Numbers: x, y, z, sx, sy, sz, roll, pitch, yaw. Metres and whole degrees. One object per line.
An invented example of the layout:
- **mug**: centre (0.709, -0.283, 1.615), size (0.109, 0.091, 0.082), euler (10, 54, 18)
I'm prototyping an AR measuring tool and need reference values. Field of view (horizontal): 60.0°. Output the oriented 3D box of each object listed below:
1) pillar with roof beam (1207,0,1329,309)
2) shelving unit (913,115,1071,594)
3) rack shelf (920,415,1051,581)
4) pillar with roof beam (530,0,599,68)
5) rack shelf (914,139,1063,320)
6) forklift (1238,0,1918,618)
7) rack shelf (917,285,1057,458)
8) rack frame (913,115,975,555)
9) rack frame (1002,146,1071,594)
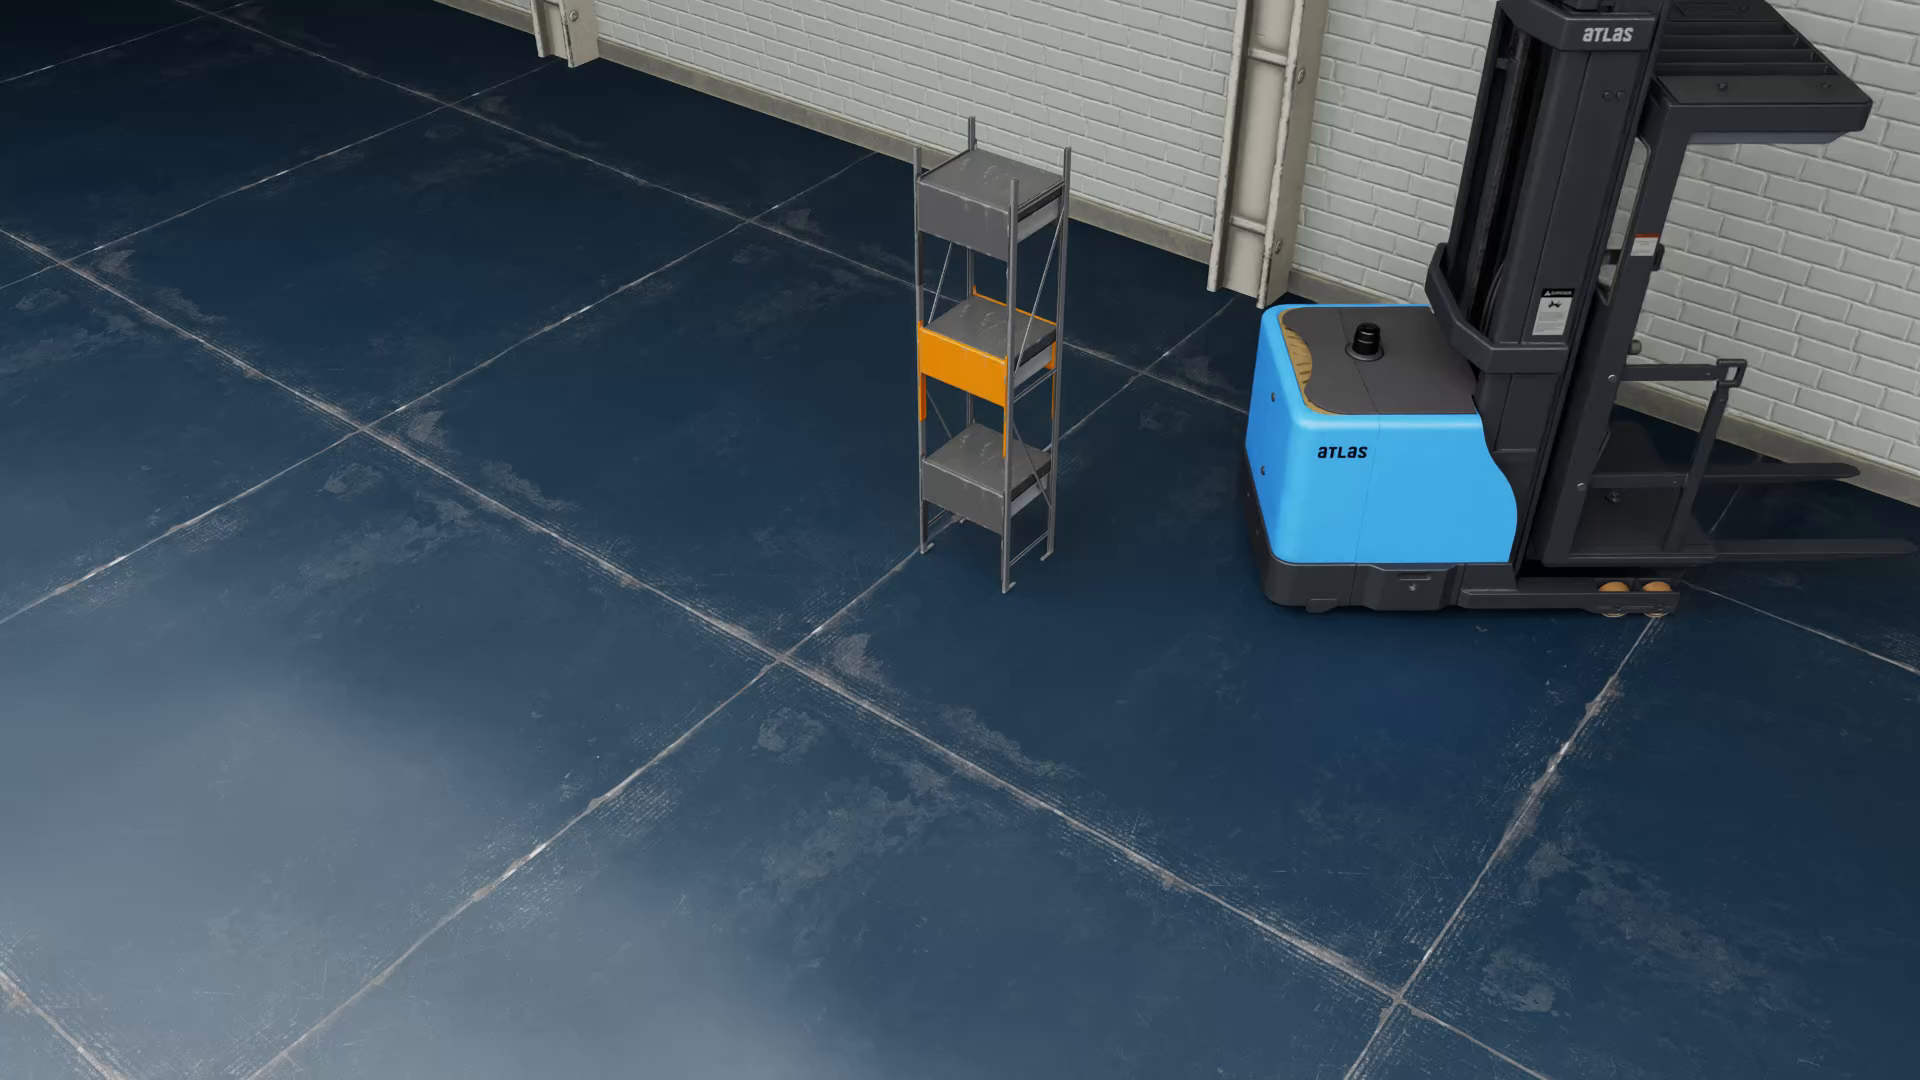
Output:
- **pillar with roof beam**: centre (-0.877, -2.951, 4.580), size (0.400, 9.000, 9.100), euler (25, 45, 29)
- **shelving unit**: centre (0.131, -0.765, 7.384), size (0.503, 2.100, 0.431), euler (25, 45, 29)
- **rack shelf**: centre (0.131, -0.203, 7.824), size (0.480, 0.518, 0.431), euler (25, 45, 29)
- **pillar with roof beam**: centre (-5.643, -5.198, 7.450), size (0.400, 9.000, 9.100), euler (25, 45, 29)
- **rack shelf**: centre (0.131, -1.305, 6.961), size (0.480, 0.518, 0.431), euler (25, 45, 29)
- **forklift**: centre (2.914, -1.126, 7.172), size (3.031, 2.935, 1.130), euler (0, 38, 0)
- **rack shelf**: centre (0.131, -0.754, 7.393), size (0.480, 0.518, 0.431), euler (25, 45, 29)
- **rack frame**: centre (-0.062, -0.856, 7.501), size (0.015, 2.100, 0.400), euler (25, 45, 29)
- **rack frame**: centre (0.325, -0.673, 7.268), size (0.015, 2.100, 0.400), euler (25, 45, 29)
